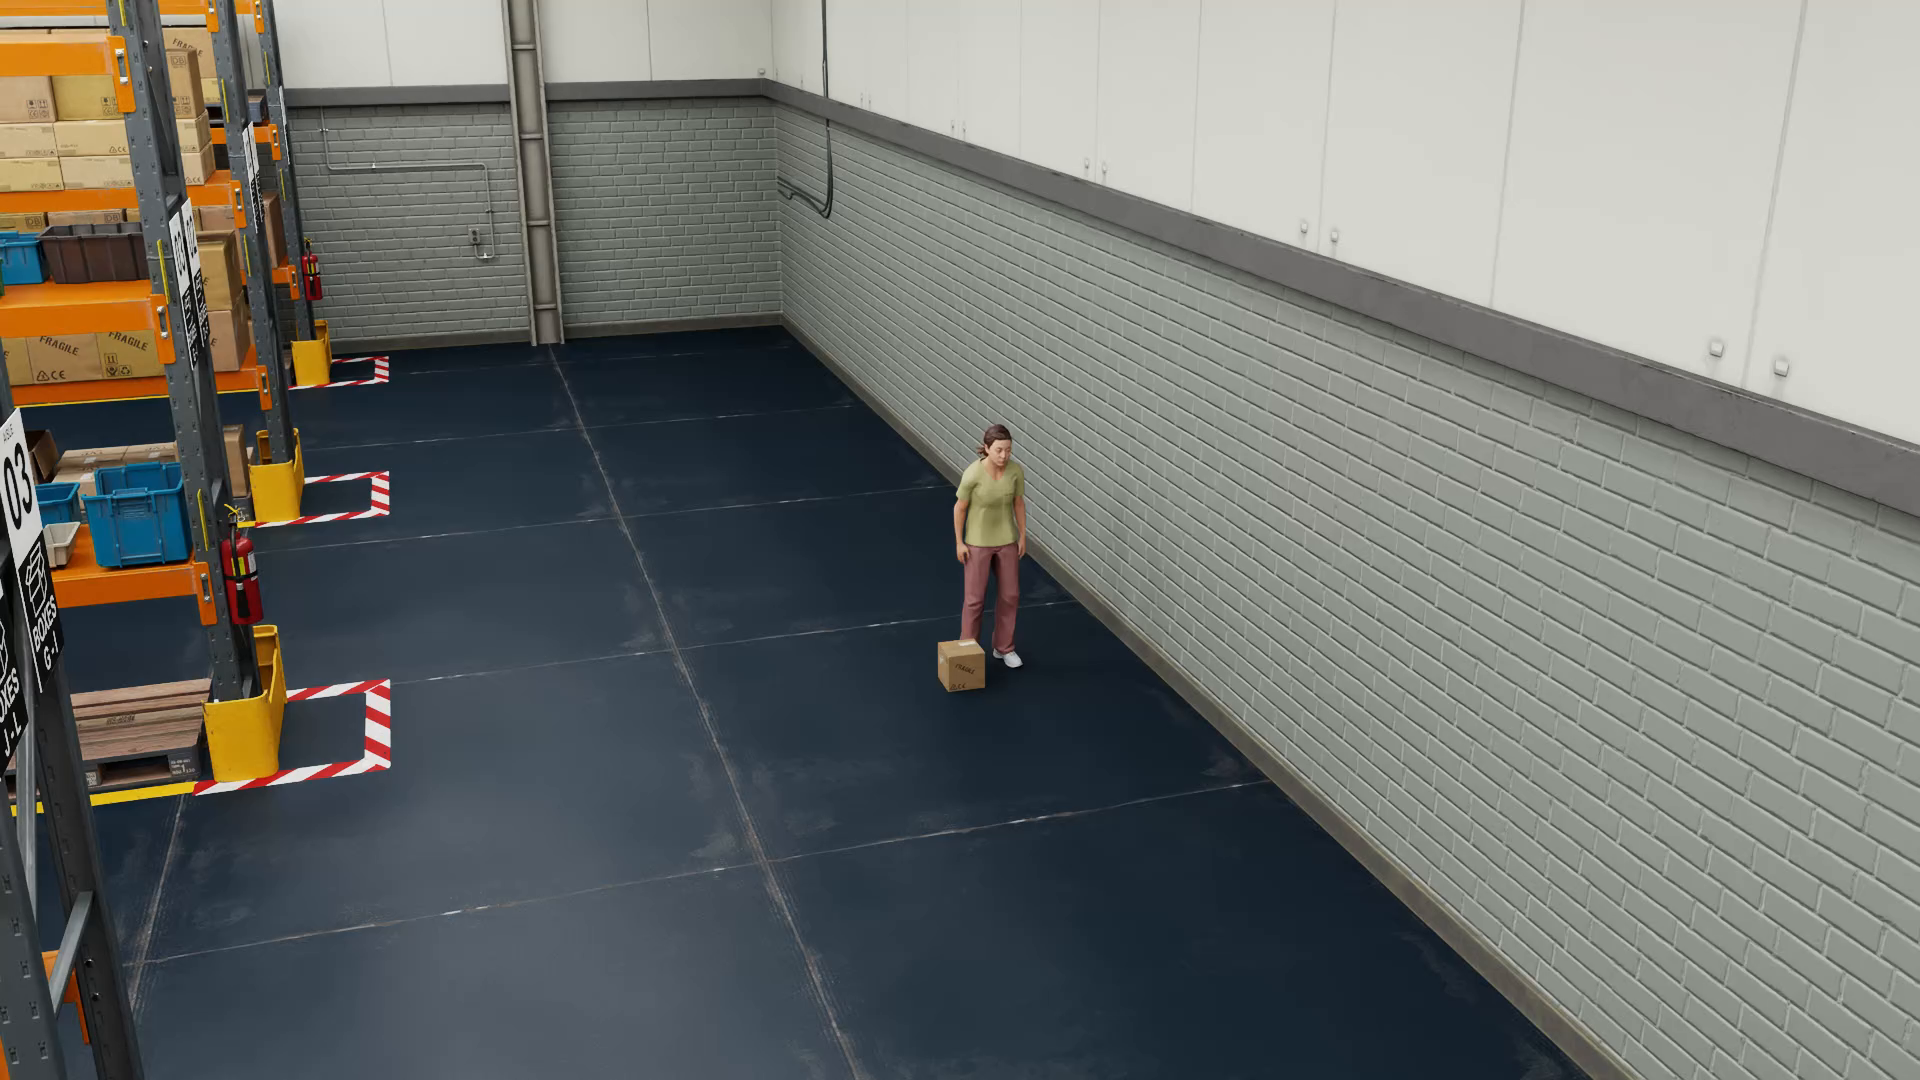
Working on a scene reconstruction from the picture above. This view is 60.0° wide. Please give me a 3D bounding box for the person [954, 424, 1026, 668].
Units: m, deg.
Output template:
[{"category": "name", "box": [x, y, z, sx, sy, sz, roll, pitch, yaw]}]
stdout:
[{"category": "person", "box": [0.216, 0.040, 10.957, 0.497, 1.672, 0.362, -6, 20, -17]}]
